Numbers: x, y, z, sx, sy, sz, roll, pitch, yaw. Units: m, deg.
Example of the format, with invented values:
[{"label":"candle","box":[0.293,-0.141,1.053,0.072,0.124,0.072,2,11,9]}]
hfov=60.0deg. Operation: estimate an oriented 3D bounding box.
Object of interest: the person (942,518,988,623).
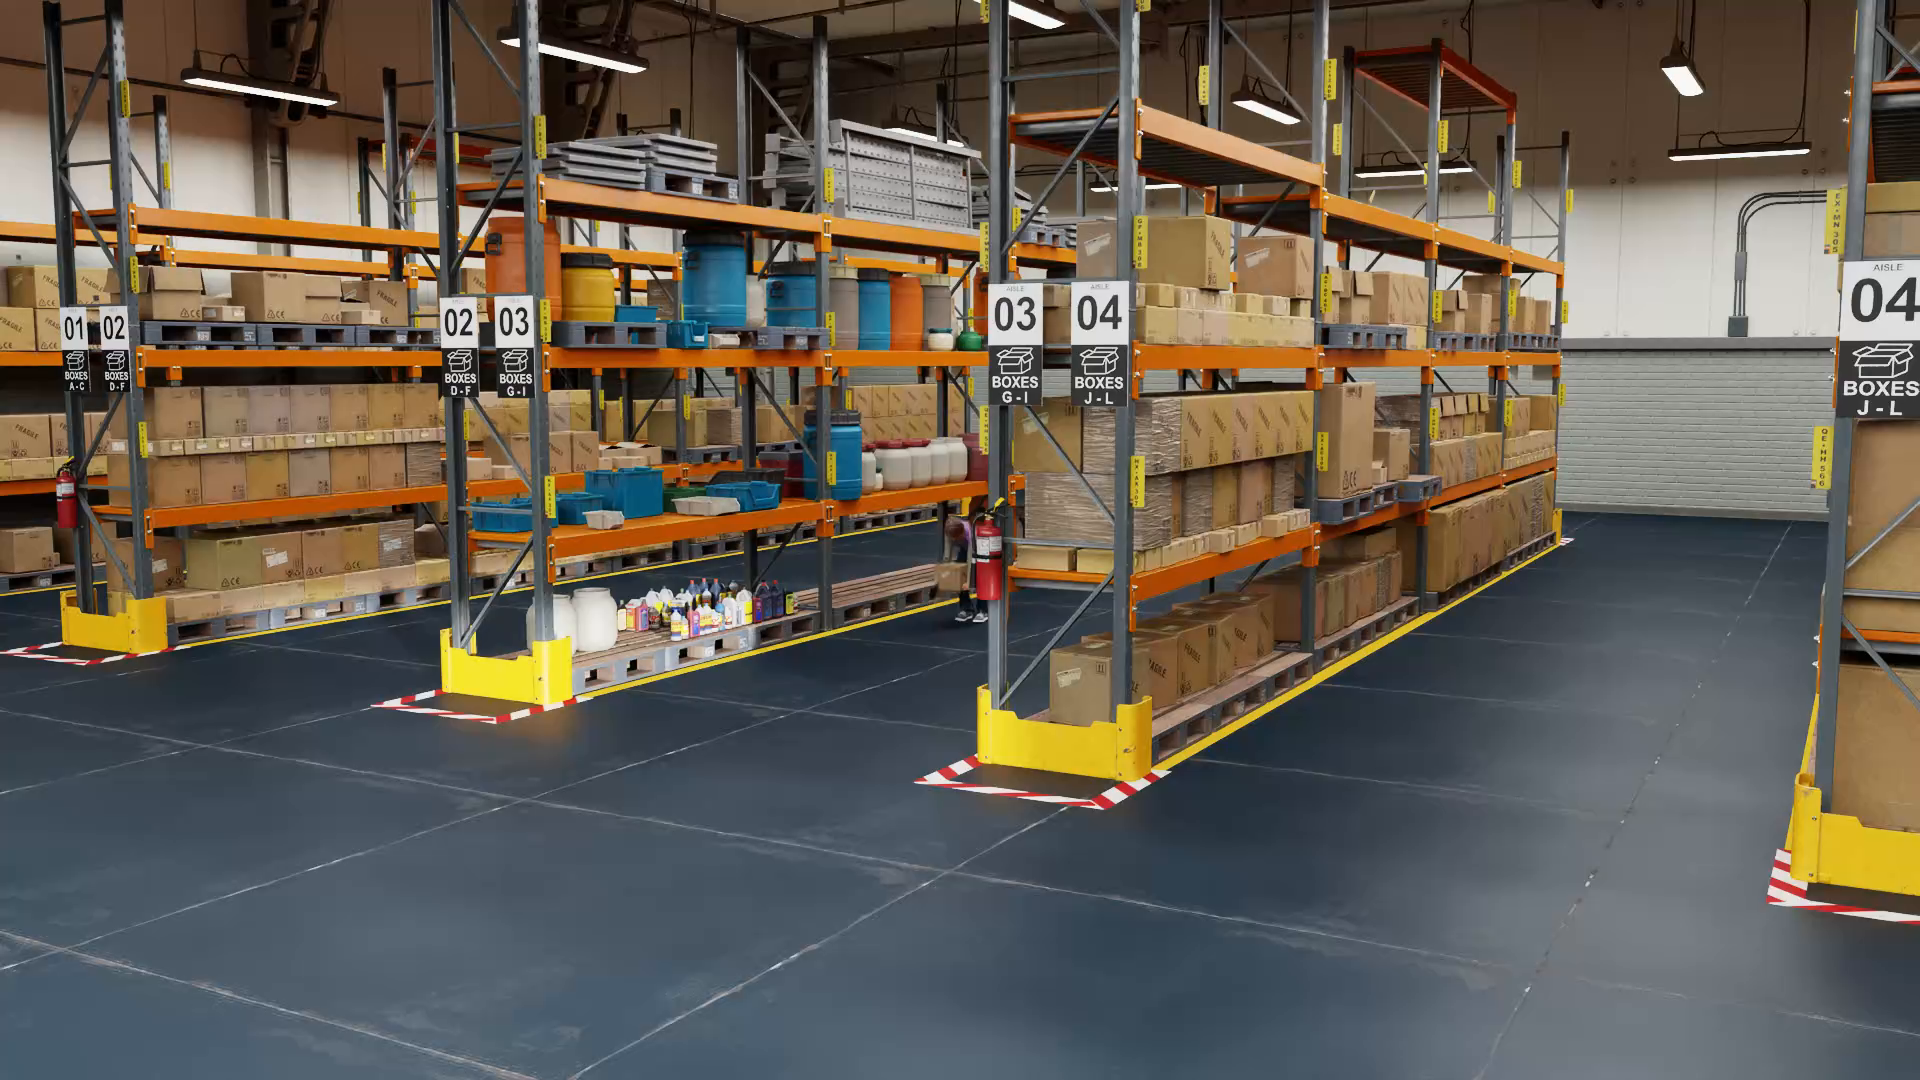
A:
[{"label":"person","box":[0.058,0.306,17.143,0.397,1.116,0.842,3,7,26]}]
